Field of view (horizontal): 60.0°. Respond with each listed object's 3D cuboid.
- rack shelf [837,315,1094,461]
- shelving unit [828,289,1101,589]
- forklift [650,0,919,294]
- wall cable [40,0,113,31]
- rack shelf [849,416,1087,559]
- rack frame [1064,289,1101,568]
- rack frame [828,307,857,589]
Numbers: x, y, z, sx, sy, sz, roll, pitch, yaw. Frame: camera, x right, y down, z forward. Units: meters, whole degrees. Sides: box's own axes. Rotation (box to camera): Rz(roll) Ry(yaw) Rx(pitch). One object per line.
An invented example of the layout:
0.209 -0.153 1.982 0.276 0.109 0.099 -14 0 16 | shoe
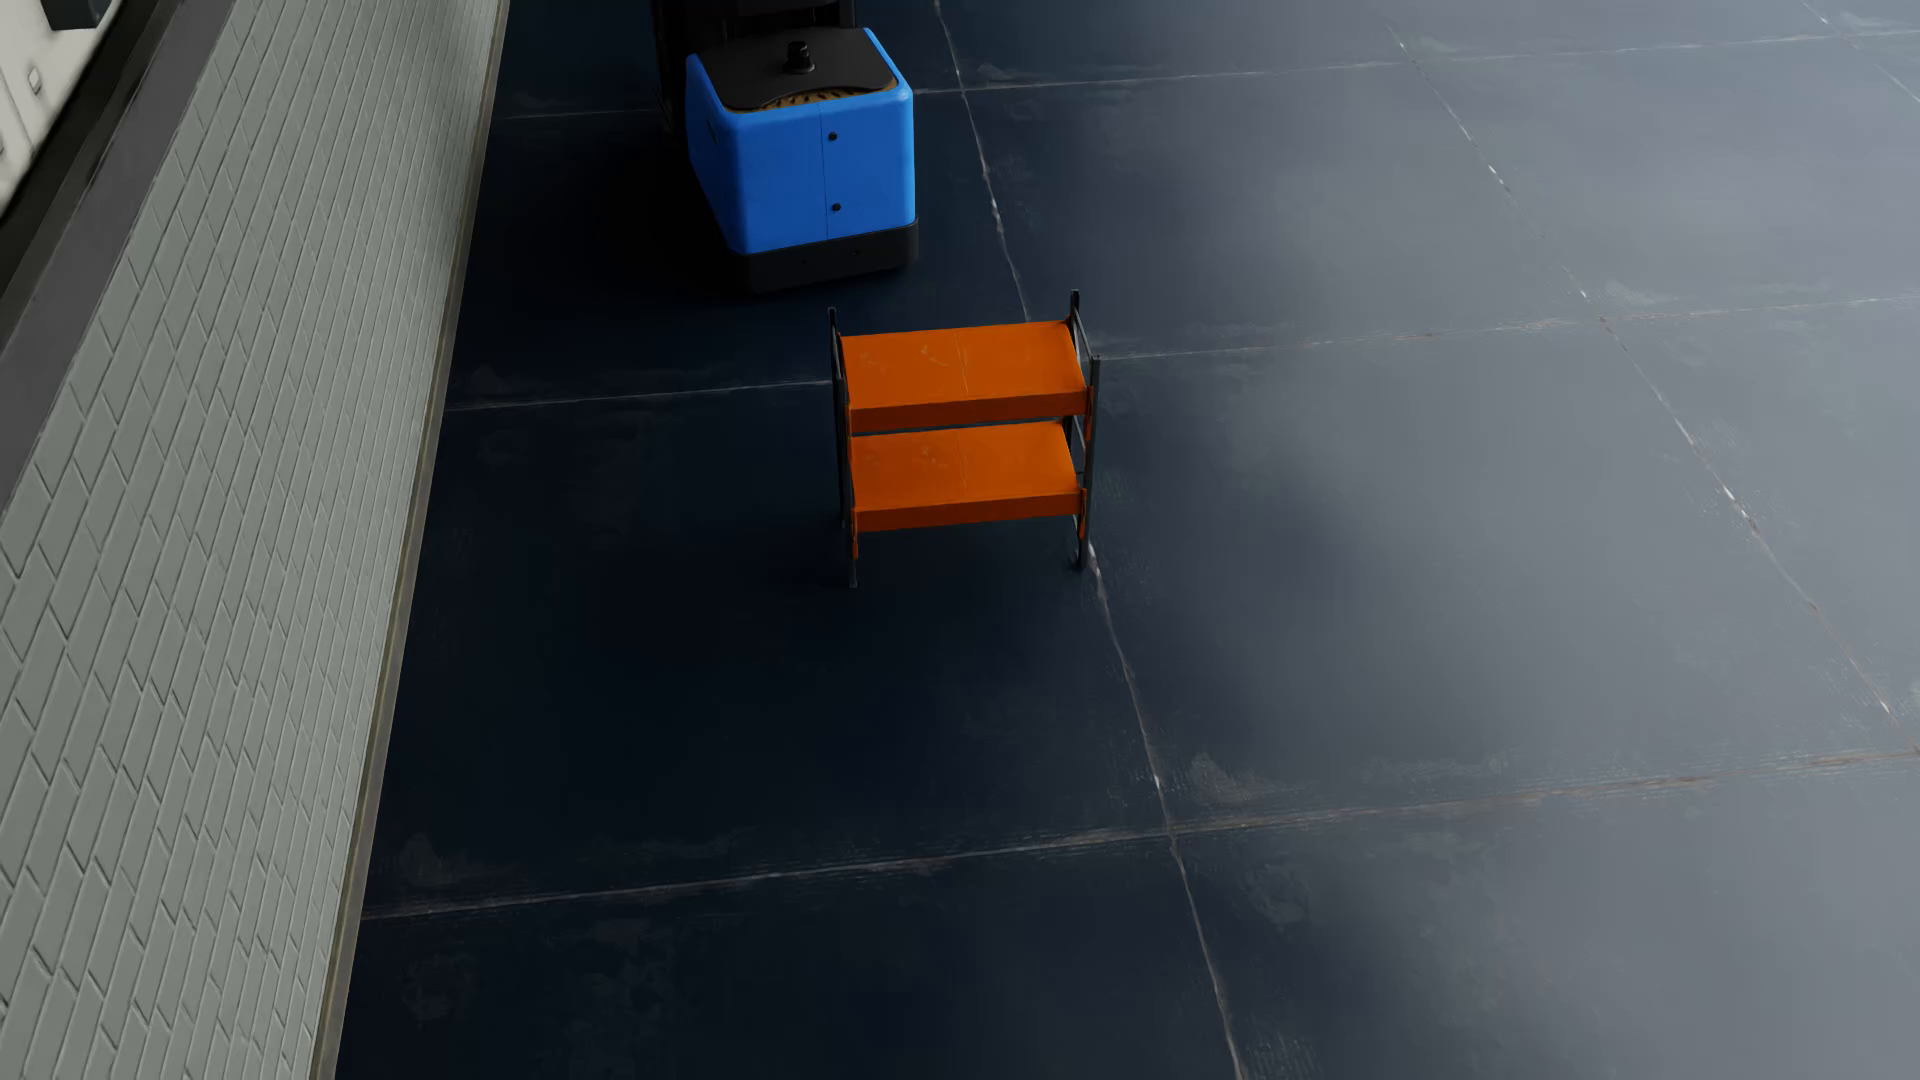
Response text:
0.007 -0.636 6.893 1.000 0.278 0.538 -5 42 -6 | rack shelf
0.007 -0.418 7.089 1.048 1.125 0.538 -5 42 -6 | shelving unit
-1.185 -3.387 9.032 1.130 2.935 3.031 -13 44 -14 | forklift
-2.303 -4.246 2.915 0.169 6.003 2.305 -5 42 -6 | wall cable
0.007 -0.237 7.253 1.000 0.278 0.538 -5 42 -6 | rack shelf
0.511 -0.462 7.138 0.032 1.125 0.500 -5 42 -6 | rack frame
-0.497 -0.374 7.040 0.032 1.125 0.500 -5 42 -6 | rack frame
